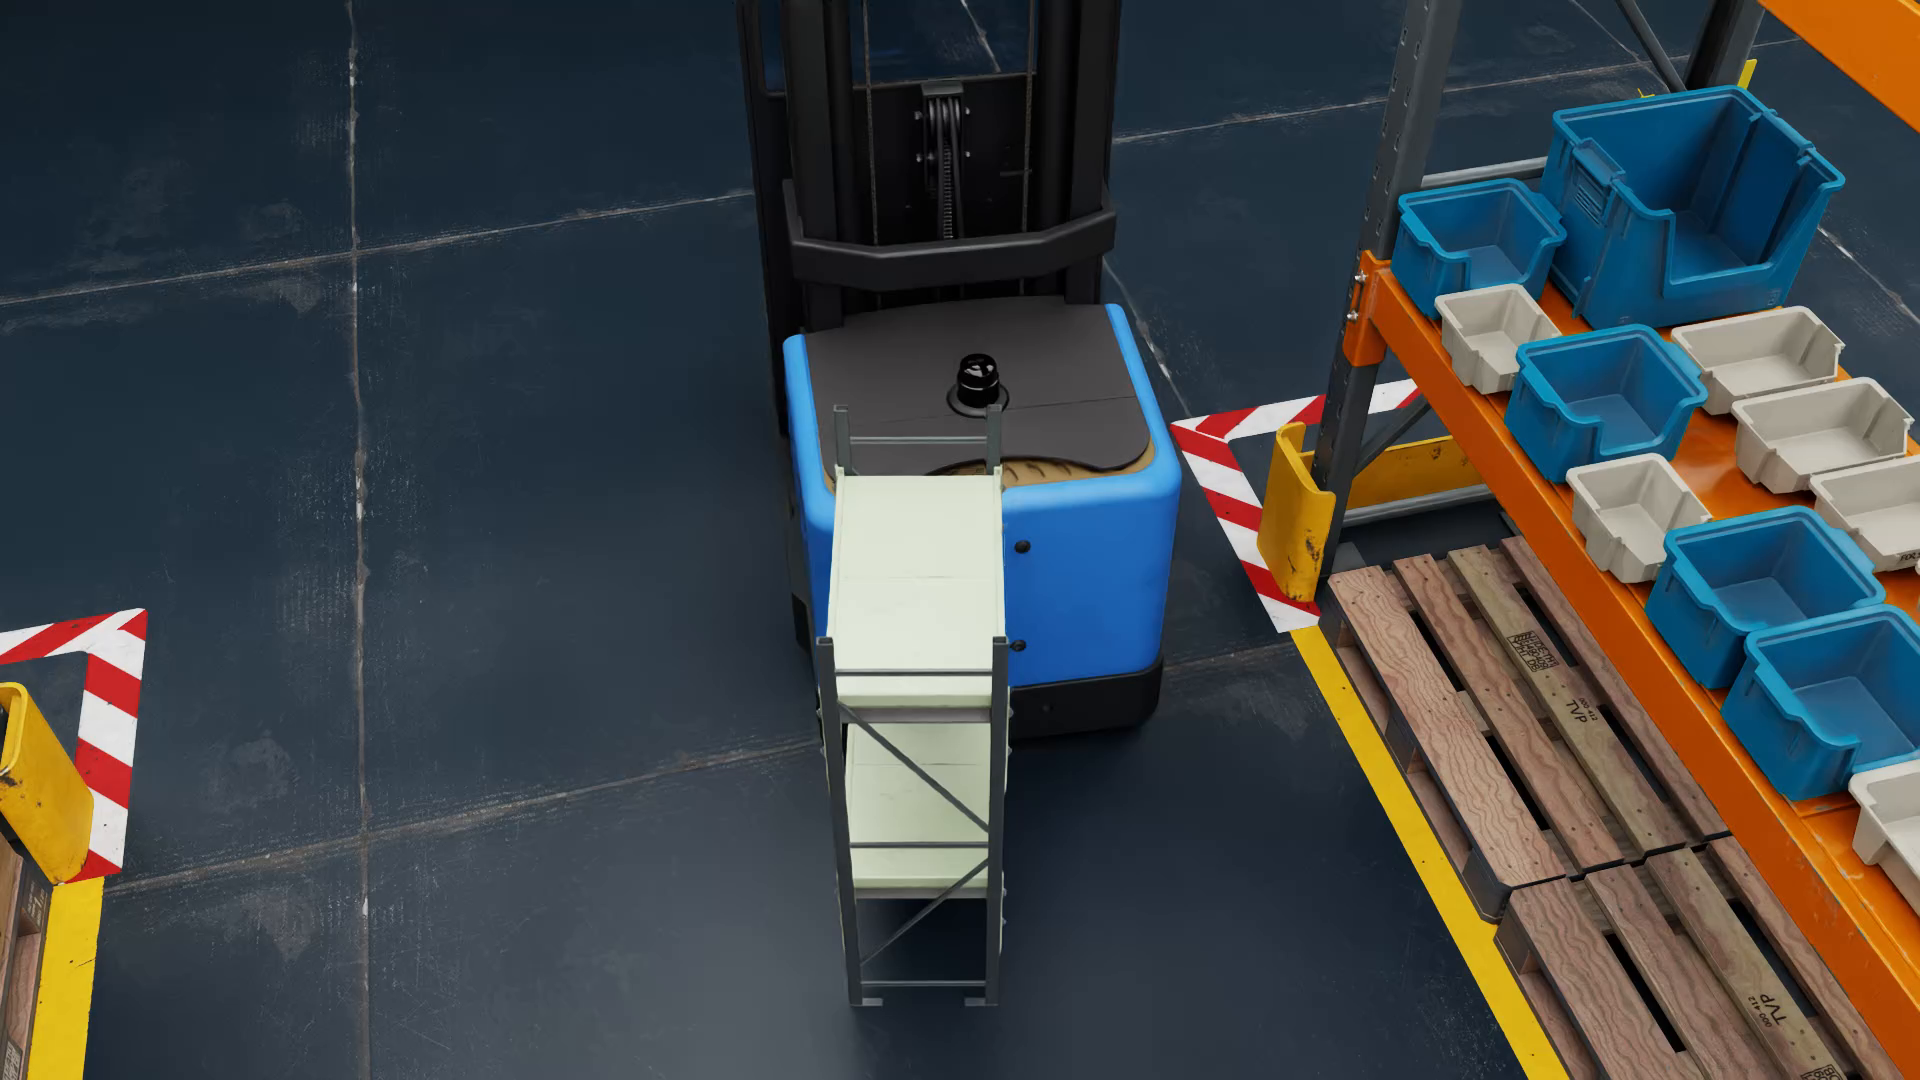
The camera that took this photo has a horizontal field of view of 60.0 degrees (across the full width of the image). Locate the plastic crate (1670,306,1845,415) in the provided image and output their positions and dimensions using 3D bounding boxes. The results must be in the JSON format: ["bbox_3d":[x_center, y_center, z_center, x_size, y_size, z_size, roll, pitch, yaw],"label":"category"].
[{"bbox_3d":[2.020,-0.440,4.224,0.396,0.136,0.243,-11,47,-10],"label":"plastic crate"}]

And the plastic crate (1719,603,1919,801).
[{"bbox_3d":[1.795,0.343,3.389,0.416,0.233,0.300,-11,47,-10],"label":"plastic crate"}]

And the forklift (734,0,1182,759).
[{"bbox_3d":[-0.125,-1.430,5.099,1.130,2.935,3.031,-6,46,-6],"label":"forklift"}]

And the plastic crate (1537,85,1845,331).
[{"bbox_3d":[1.903,-0.878,4.443,0.616,0.435,0.499,-11,47,-10],"label":"plastic crate"}]

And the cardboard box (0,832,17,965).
[{"bbox_3d":[-2.776,0.913,4.197,0.500,0.500,0.500,-11,47,-10],"label":"cardboard box"}]

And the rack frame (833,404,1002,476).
[{"bbox_3d":[-0.101,0.210,4.494,0.400,1.500,0.023,0,46,0],"label":"rack frame"}]

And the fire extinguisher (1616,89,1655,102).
[{"bbox_3d":[2.037,-1.071,5.015,0.296,0.674,0.183,-11,47,-10],"label":"fire extinguisher"}]

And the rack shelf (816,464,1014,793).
[{"bbox_3d":[-0.099,0.199,3.959,0.431,0.370,0.720,0,46,0],"label":"rack shelf"}]

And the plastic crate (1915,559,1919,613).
[{"bbox_3d":[2.269,0.151,3.644,0.298,0.136,0.250,-11,47,-10],"label":"plastic crate"}]

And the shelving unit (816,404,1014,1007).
[{"bbox_3d":[-0.099,0.472,4.238,0.431,1.500,0.755,0,46,0],"label":"shelving unit"}]

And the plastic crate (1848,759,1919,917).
[{"bbox_3d":[1.924,0.644,3.161,0.293,0.136,0.466,-11,47,-10],"label":"plastic crate"}]

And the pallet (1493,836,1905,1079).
[{"bbox_3d":[2.119,1.351,4.278,1.003,0.211,1.213,-11,47,-10],"label":"pallet"}]

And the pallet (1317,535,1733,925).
[{"bbox_3d":[1.810,0.511,5.102,1.003,0.211,1.213,-11,47,-10],"label":"pallet"}]

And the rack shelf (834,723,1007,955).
[{"bbox_3d":[-0.099,0.700,4.470,0.431,0.370,0.720,0,46,0],"label":"rack shelf"}]

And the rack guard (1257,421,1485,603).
[{"bbox_3d":[1.618,-0.181,5.577,1.175,0.500,0.348,-11,47,-10],"label":"rack guard"}]

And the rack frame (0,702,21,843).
[{"bbox_3d":[-3.153,-0.139,3.786,1.000,3.000,0.127,-11,47,-10],"label":"rack frame"}]

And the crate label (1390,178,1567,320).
[{"bbox_3d":[1.381,-0.773,4.483,0.416,0.233,0.303,-11,47,-10],"label":"crate label"}]

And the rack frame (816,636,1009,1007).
[{"bbox_3d":[-0.098,0.733,3.981,0.400,1.500,0.023,0,46,0],"label":"rack frame"}]

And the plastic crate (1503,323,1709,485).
[{"bbox_3d":[1.550,-0.319,4.038,0.416,0.233,0.300,-11,47,-10],"label":"plastic crate"}]

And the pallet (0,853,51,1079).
[{"bbox_3d":[-2.929,1.440,4.191,1.003,0.211,1.213,-11,47,-10],"label":"pallet"}]

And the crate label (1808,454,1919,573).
[{"bbox_3d":[2.175,-0.050,3.841,0.396,0.136,0.243,-11,47,-10],"label":"crate label"}]

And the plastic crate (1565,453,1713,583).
[{"bbox_3d":[1.557,-0.035,3.827,0.250,0.136,0.298,-11,47,-10],"label":"plastic crate"}]

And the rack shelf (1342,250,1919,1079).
[{"bbox_3d":[2.148,0.591,3.574,1.077,0.370,4.000,-11,47,-10],"label":"rack shelf"}]

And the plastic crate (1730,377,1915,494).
[{"bbox_3d":[2.080,-0.238,4.025,0.396,0.136,0.243,-11,47,-10],"label":"plastic crate"}]

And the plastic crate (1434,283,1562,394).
[{"bbox_3d":[1.383,-0.503,4.285,0.250,0.136,0.298,-11,47,-10],"label":"plastic crate"}]

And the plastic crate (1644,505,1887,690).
[{"bbox_3d":[1.718,0.136,3.592,0.416,0.233,0.300,-11,47,-10],"label":"plastic crate"}]

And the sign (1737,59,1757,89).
[{"bbox_3d":[2.164,-1.211,4.722,0.100,0.325,0.005,-11,47,-10],"label":"sign"}]

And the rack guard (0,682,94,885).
[{"bbox_3d":[-3.134,0.789,4.627,1.175,0.500,0.348,-11,47,-10],"label":"rack guard"}]

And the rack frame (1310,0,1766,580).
[{"bbox_3d":[1.636,-1.042,4.671,1.000,3.000,0.127,-11,47,-10],"label":"rack frame"}]
